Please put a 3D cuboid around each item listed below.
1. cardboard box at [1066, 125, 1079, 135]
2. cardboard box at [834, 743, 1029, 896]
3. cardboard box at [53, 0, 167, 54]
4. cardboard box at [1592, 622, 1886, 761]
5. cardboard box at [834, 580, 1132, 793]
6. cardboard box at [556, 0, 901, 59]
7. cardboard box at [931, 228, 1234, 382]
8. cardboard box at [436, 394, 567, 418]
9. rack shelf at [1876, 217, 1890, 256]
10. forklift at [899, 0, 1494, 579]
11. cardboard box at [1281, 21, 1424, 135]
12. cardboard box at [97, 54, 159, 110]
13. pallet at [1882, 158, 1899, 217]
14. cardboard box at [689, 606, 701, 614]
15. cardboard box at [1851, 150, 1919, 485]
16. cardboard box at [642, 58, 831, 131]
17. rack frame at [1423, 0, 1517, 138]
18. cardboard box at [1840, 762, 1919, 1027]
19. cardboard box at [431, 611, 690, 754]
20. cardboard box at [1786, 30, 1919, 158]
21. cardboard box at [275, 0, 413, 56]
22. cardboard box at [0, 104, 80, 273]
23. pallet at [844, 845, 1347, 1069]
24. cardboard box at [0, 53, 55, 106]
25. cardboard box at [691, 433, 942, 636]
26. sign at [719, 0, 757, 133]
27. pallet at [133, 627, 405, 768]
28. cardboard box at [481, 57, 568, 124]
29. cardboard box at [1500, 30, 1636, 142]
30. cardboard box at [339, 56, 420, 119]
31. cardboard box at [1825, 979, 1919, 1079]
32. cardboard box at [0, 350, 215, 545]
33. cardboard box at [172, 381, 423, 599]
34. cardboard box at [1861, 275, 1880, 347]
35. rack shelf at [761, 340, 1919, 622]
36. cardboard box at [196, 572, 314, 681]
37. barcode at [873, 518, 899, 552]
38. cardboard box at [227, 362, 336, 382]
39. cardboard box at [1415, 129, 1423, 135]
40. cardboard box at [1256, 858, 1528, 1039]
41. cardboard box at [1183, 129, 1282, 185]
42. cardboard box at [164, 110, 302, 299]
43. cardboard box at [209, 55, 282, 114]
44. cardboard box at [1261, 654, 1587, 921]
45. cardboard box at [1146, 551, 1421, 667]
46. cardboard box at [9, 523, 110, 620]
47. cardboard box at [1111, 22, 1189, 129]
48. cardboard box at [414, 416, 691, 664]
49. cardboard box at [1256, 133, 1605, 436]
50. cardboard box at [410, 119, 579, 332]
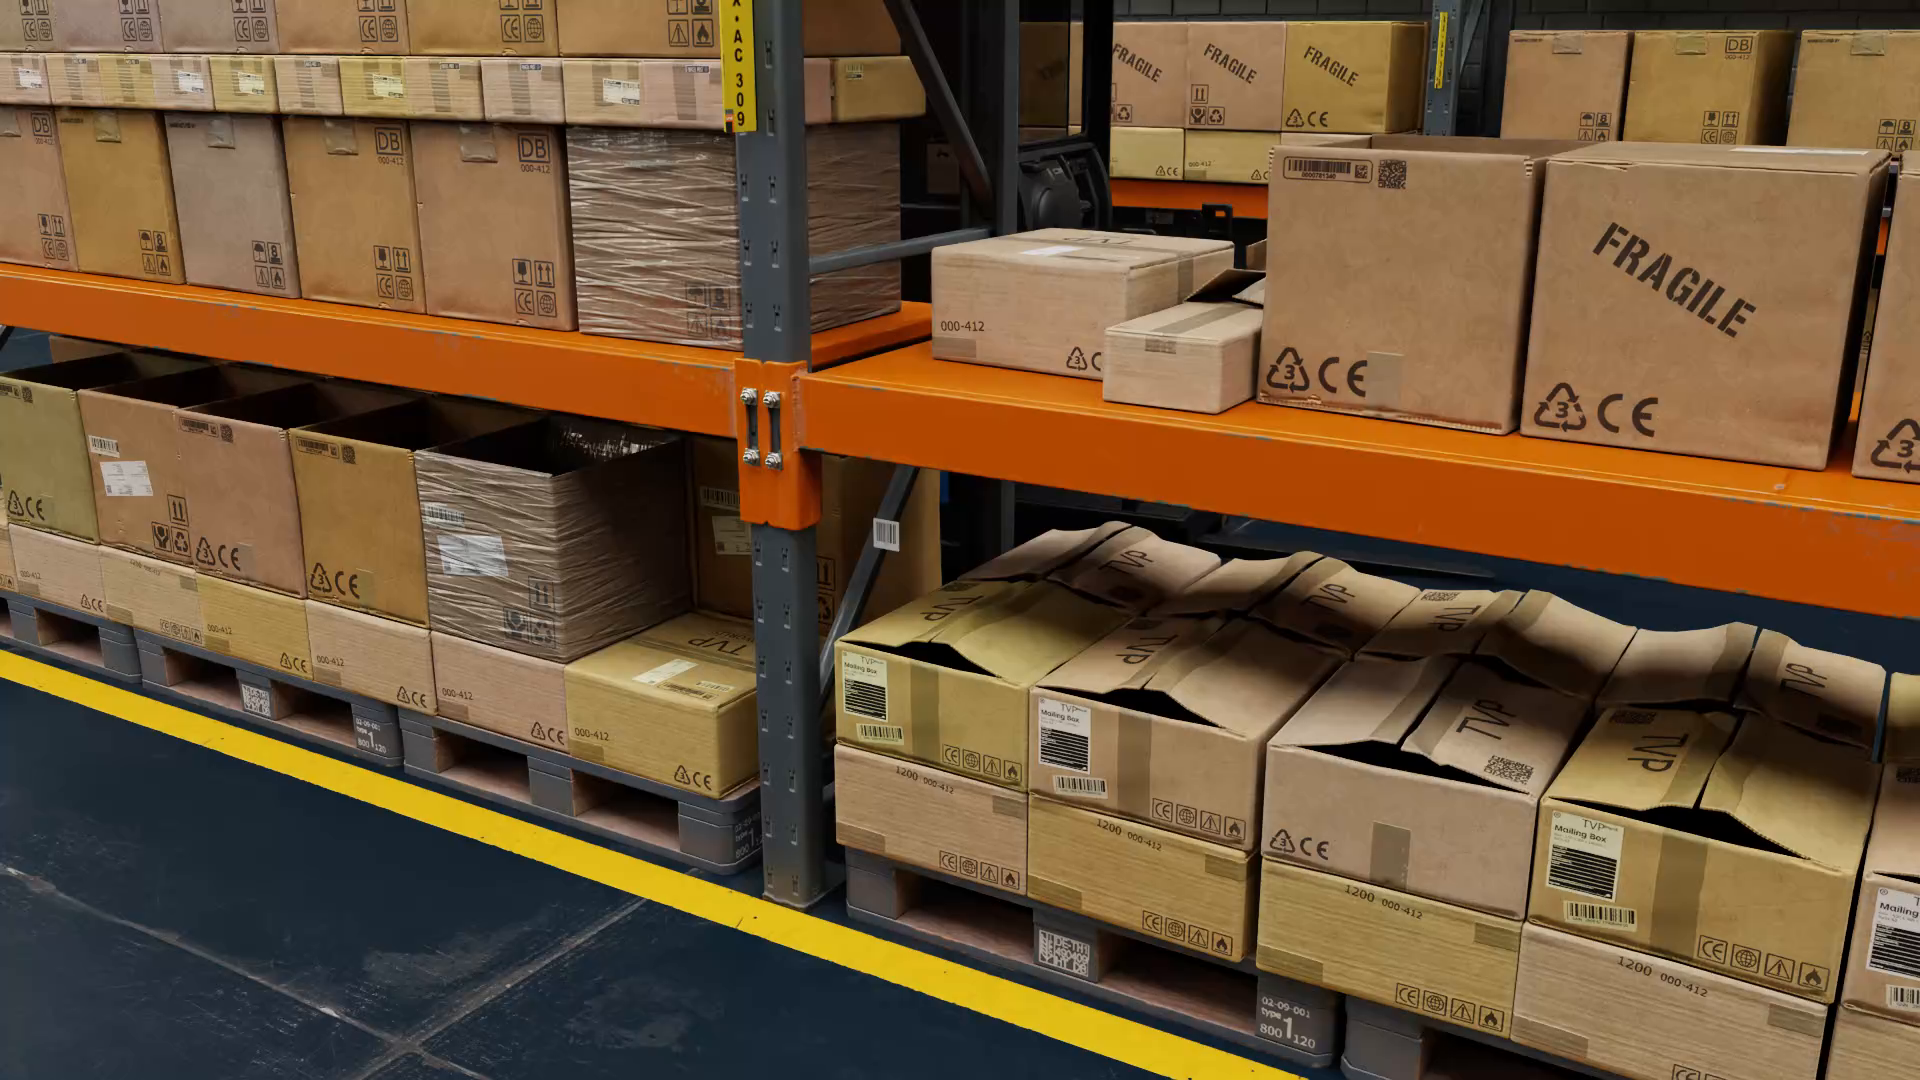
[{"bbox_3d":[0.579,-2.069,8.754,0.500,0.250,0.500,10,20,31],"label":"cardboard box"},{"bbox_3d":[0.052,0.558,3.893,0.500,0.250,0.500,10,19,29],"label":"cardboard box"},{"bbox_3d":[-2.253,-1.719,4.977,0.500,0.500,0.700,10,20,30],"label":"cardboard box"},{"bbox_3d":[1.631,0.389,3.484,0.500,0.311,0.500,10,19,29],"label":"cardboard box"},{"bbox_3d":[0.060,0.291,3.805,0.500,0.311,0.500,10,20,30],"label":"cardboard box"},{"bbox_3d":[-0.543,-1.414,3.972,0.500,0.500,0.700,10,20,30],"label":"cardboard box"},{"bbox_3d":[0.281,-0.544,3.769,0.500,0.250,0.500,12,20,33],"label":"cardboard box"},{"bbox_3d":[-1.245,-0.224,5.176,0.500,0.500,0.500,10,20,30],"label":"cardboard box"},{"bbox_3d":[4.132,-1.259,7.102,4.000,0.370,1.077,10,20,30],"label":"rack shelf"},{"bbox_3d":[0.573,-1.328,6.211,3.031,2.935,1.130,7,18,23],"label":"forklift"},{"bbox_3d":[1.863,-2.199,7.894,0.500,0.500,0.500,10,20,30],"label":"cardboard box"},{"bbox_3d":[-2.250,-1.338,4.837,0.250,0.149,0.380,10,19,29],"label":"cardboard box"},{"bbox_3d":[4.128,-1.498,6.982,1.213,0.211,1.003,10,20,30],"label":"pallet"},{"bbox_3d":[-0.821,0.212,5.031,0.500,0.250,0.500,10,20,30],"label":"cardboard box"},{"bbox_3d":[1.809,-0.370,2.768,0.500,0.500,0.500,9,19,27],"label":"cardboard box"},{"bbox_3d":[-0.505,-1.026,3.811,0.250,0.149,0.380,10,20,30],"label":"cardboard box"},{"bbox_3d":[2.428,-1.907,7.999,0.127,3.000,1.000,10,20,30],"label":"rack frame"},{"bbox_3d":[1.797,0.601,2.784,0.500,0.311,0.500,10,20,30],"label":"cardboard box"},{"bbox_3d":[-1.092,0.340,4.609,0.500,0.250,0.500,10,20,30],"label":"cardboard box"},{"bbox_3d":[3.893,-1.901,7.048,0.500,0.500,0.700,13,21,38],"label":"cardboard box"},{"bbox_3d":[-1.401,-1.567,4.476,0.500,0.500,0.700,10,20,30],"label":"cardboard box"},{"bbox_3d":[-2.729,-1.183,5.443,0.500,0.500,0.700,11,20,31],"label":"cardboard box"},{"bbox_3d":[0.487,0.757,4.026,1.213,0.211,1.003,10,20,30],"label":"pallet"},{"bbox_3d":[-2.696,-1.417,5.096,0.250,0.149,0.380,10,19,29],"label":"cardboard box"},{"bbox_3d":[-0.393,-0.072,4.675,0.500,0.500,0.500,10,20,30],"label":"cardboard box"},{"bbox_3d":[-0.451,-0.994,3.368,0.005,0.325,0.100,10,20,30],"label":"sign"},{"bbox_3d":[-1.861,0.338,5.406,1.213,0.211,1.003,10,20,30],"label":"pallet"},{"bbox_3d":[-0.940,-1.104,4.065,0.250,0.149,0.380,9,19,28],"label":"cardboard box"},{"bbox_3d":[2.844,-2.080,7.638,0.500,0.500,0.700,10,20,30],"label":"cardboard box"},{"bbox_3d":[-1.371,-1.182,4.322,0.250,0.149,0.380,10,20,30],"label":"cardboard box"},{"bbox_3d":[1.803,0.869,2.868,0.500,0.250,0.500,11,20,31],"label":"cardboard box"},{"bbox_3d":[-2.802,-0.320,5.492,0.500,0.500,0.500,10,20,30],"label":"cardboard box"},{"bbox_3d":[-1.953,-0.167,4.988,0.500,0.500,0.500,10,20,30],"label":"cardboard box"},{"bbox_3d":[3.886,-1.028,7.359,0.500,0.250,0.500,9,19,28],"label":"cardboard box"},{"bbox_3d":[1.543,-0.031,3.061,4.000,0.370,1.077,10,20,30],"label":"rack shelf"},{"bbox_3d":[-1.952,0.192,5.098,0.500,0.250,0.500,10,20,30],"label":"cardboard box"},{"bbox_3d":[-0.162,-0.012,3.651,0.075,0.075,0.001,10,20,30],"label":"barcode"},{"bbox_3d":[-2.098,-0.376,5.676,0.500,0.500,0.500,10,20,30],"label":"cardboard box"},{"bbox_3d":[2.139,-1.970,8.428,0.500,0.250,0.500,10,20,31],"label":"cardboard box"},{"bbox_3d":[0.930,0.714,3.379,0.500,0.250,0.500,9,19,28],"label":"cardboard box"},{"bbox_3d":[1.445,-1.920,8.264,0.500,0.250,0.500,10,20,30],"label":"cardboard box"},{"bbox_3d":[-1.858,-1.027,4.930,0.500,0.500,0.700,11,20,32],"label":"cardboard box"},{"bbox_3d":[-1.814,-1.259,4.579,0.250,0.149,0.380,11,20,32],"label":"cardboard box"},{"bbox_3d":[0.926,0.447,3.292,0.500,0.311,0.500,9,19,28],"label":"cardboard box"},{"bbox_3d":[0.780,0.235,3.991,0.500,0.311,0.500,11,20,32],"label":"cardboard box"},{"bbox_3d":[-2.801,0.038,5.603,0.500,0.250,0.500,10,20,30],"label":"cardboard box"},{"bbox_3d":[1.011,-2.353,8.400,0.500,0.500,0.500,9,19,28],"label":"cardboard box"},{"bbox_3d":[-1.091,-0.019,4.502,0.500,0.500,0.500,10,20,30],"label":"cardboard box"},{"bbox_3d":[0.933,-0.527,3.282,0.500,0.500,0.500,12,21,34],"label":"cardboard box"},{"bbox_3d":[-0.996,-0.872,4.420,0.500,0.500,0.700,10,20,29],"label":"cardboard box"}]
